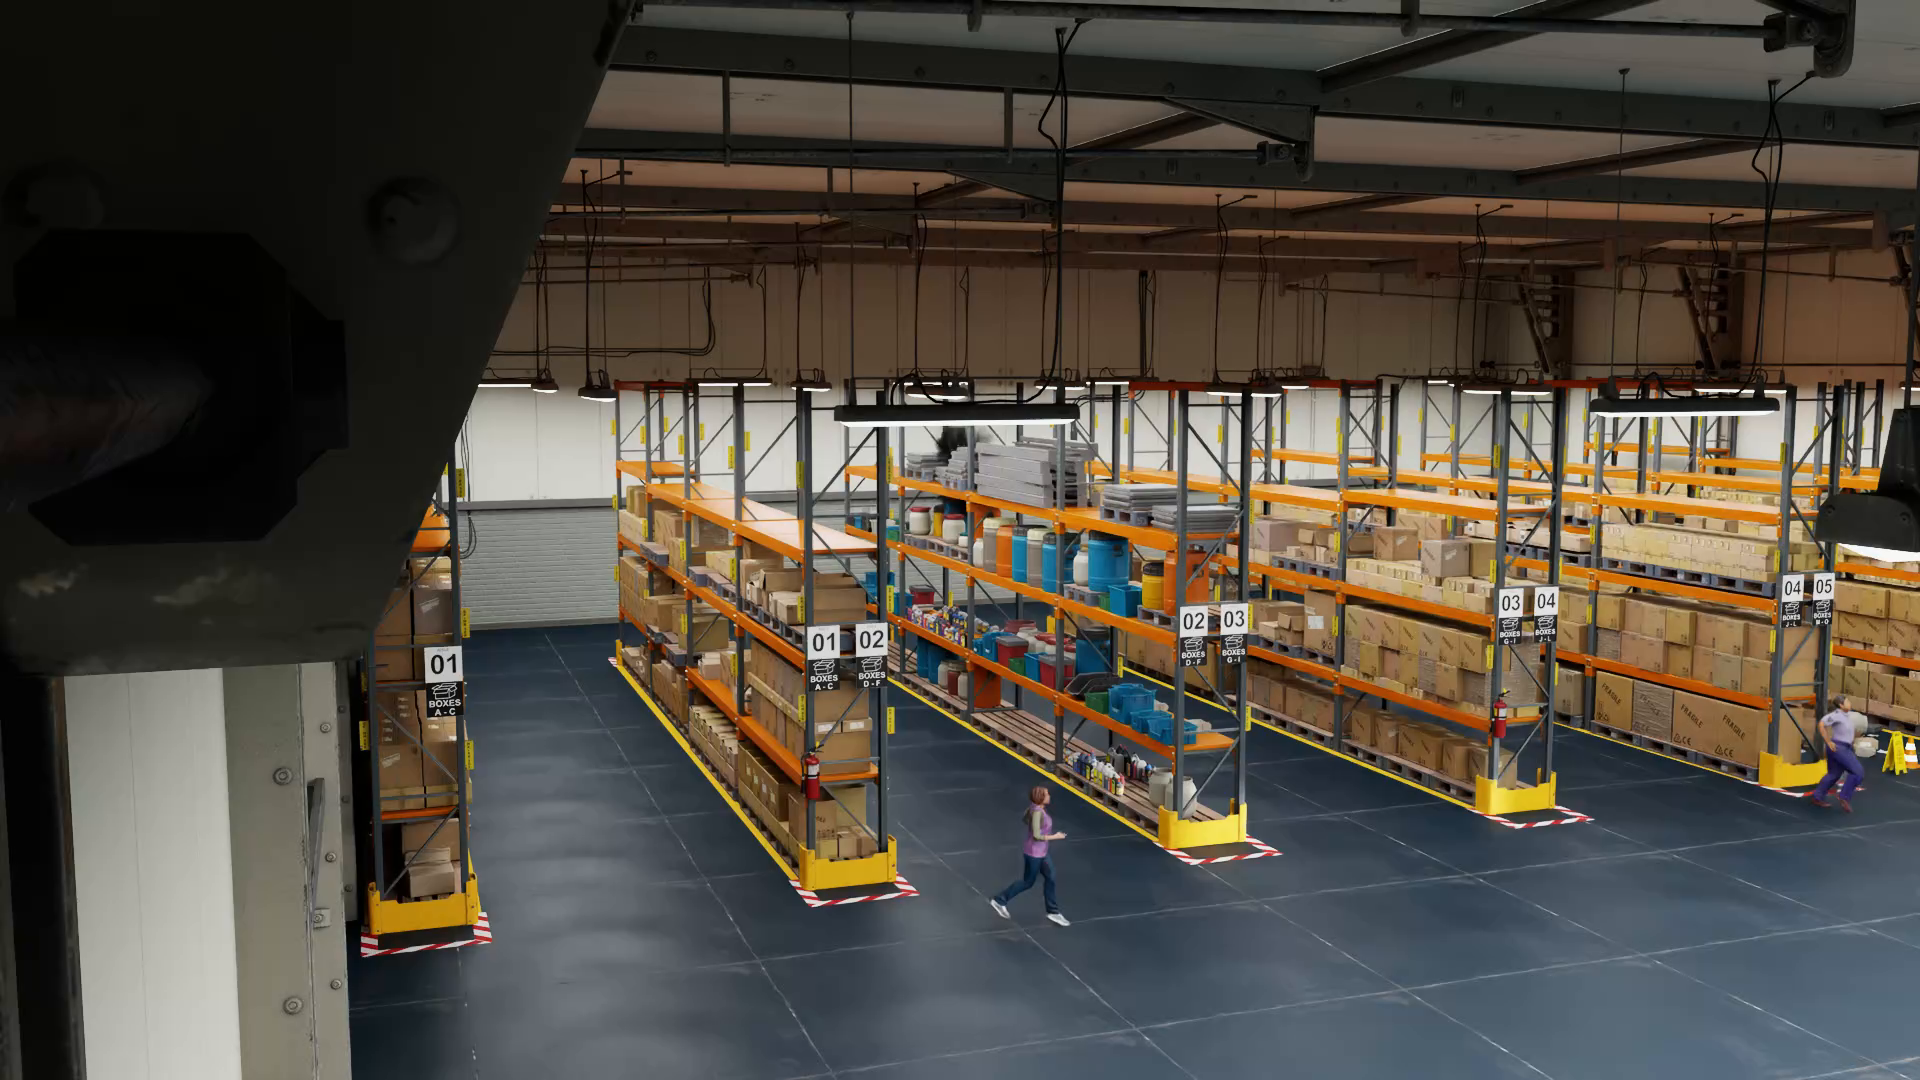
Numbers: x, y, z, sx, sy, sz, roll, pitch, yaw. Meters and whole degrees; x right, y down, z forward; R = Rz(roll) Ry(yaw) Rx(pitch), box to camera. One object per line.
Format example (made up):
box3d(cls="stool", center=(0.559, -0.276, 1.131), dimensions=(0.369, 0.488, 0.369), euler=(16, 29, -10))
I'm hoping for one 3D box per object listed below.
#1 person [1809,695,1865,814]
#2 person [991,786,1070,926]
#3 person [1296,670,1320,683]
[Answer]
box3d(cls="person", center=(12.510, 3.028, 23.681), dimensions=(0.670, 1.649, 0.594), euler=(3, 7, 27))
box3d(cls="person", center=(0.805, 3.558, 18.777), dimensions=(0.882, 1.615, 0.551), euler=(1, 6, 9))
box3d(cls="person", center=(6.797, 2.120, 32.266), dimensions=(0.550, 1.636, 0.591), euler=(-3, 7, -23))
